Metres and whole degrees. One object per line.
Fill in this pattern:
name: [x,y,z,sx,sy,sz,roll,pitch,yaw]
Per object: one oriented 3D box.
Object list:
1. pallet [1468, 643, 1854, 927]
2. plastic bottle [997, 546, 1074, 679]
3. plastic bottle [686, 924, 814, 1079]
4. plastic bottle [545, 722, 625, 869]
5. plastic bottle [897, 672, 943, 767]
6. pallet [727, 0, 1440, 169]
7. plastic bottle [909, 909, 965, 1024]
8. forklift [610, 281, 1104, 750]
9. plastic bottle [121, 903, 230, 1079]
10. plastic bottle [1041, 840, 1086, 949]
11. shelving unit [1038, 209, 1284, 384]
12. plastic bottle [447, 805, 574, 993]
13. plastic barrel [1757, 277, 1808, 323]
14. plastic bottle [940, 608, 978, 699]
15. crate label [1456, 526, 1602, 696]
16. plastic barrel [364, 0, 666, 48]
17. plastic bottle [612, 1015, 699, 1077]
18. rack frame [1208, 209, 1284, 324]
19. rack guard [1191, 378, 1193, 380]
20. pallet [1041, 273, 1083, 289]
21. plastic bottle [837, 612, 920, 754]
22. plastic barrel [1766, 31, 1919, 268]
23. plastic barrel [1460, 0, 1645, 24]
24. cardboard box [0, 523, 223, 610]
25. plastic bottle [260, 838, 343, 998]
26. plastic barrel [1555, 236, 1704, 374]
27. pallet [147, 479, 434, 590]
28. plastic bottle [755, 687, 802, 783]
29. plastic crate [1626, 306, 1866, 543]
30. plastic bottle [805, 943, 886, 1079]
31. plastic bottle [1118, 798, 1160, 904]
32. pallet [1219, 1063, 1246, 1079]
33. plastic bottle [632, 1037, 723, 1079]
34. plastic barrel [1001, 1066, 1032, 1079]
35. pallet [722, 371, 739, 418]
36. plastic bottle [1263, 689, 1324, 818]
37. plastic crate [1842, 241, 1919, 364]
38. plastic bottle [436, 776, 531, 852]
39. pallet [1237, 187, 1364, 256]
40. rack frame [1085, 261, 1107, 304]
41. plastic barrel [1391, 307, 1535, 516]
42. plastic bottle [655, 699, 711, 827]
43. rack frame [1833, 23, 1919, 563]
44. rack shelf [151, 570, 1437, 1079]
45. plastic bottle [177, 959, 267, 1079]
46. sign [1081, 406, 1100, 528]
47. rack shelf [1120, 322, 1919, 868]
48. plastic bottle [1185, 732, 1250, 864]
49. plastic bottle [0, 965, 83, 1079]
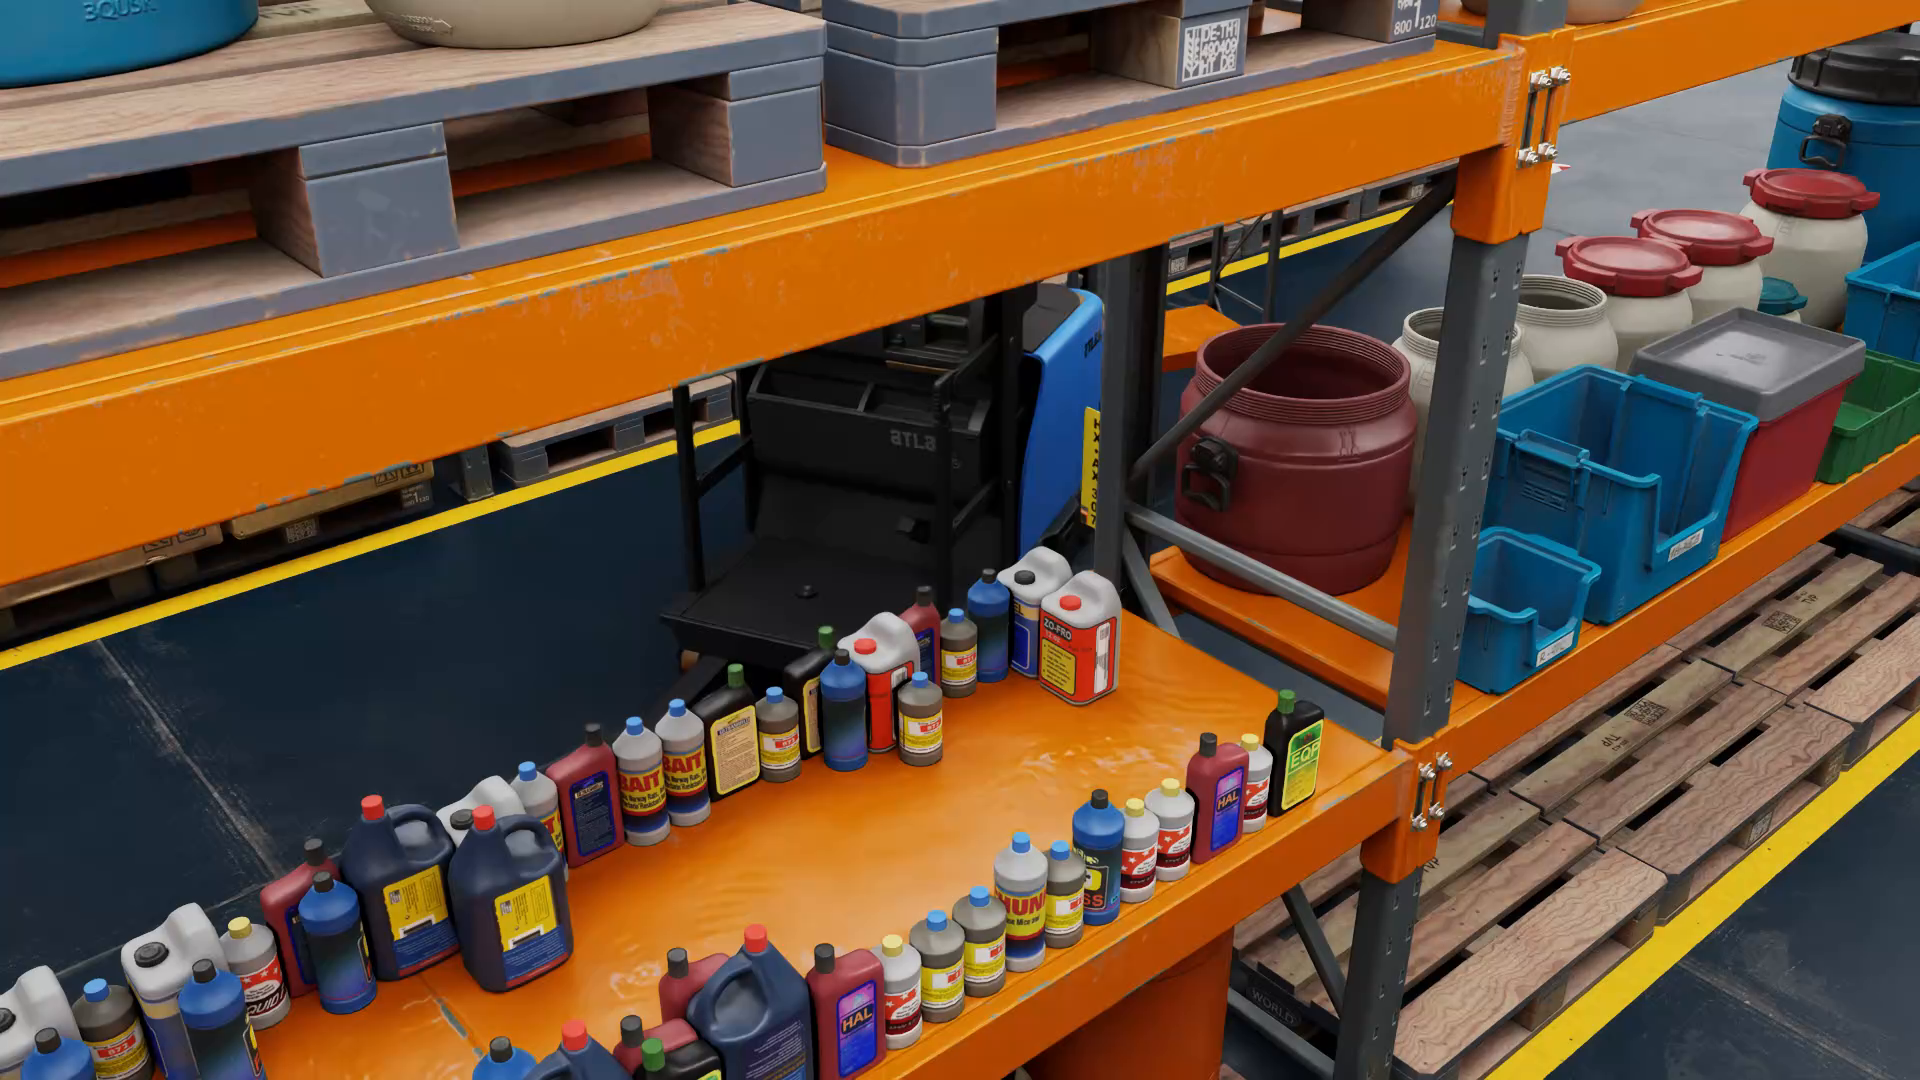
pallet: [2.253,0.728,5.664,1.213,0.211,1.003,-22,35,-35]
plastic bottle: [0.171,0.163,3.893,0.135,0.276,0.152,-22,35,-35]
plastic bottle: [-0.338,0.774,2.671,0.185,0.351,0.144,-22,35,-35]
plastic bottle: [-0.737,0.497,3.261,0.133,0.283,0.061,-22,35,-35]
plastic bottle: [-0.085,0.377,3.573,0.097,0.201,0.097,0,28,0]
pallet: [0.065,-0.948,2.860,1.213,0.211,1.003,-22,35,-35]
plastic bottle: [-0.040,0.735,2.904,0.097,0.201,0.097,0,28,0]
forklift: [-0.413,-0.821,5.676,1.130,2.935,3.031,11,30,19]
plastic bottle: [-1.302,0.756,2.784,0.135,0.276,0.152,-22,35,-35]
plastic bottle: [0.182,0.645,3.071,0.097,0.201,0.097,0,28,0]
shelving unit: [0.839,-1.021,7.569,1.083,1.500,0.587,-12,30,-21]
plastic bottle: [-0.807,0.616,2.968,0.185,0.351,0.144,-22,35,-35]
plastic barrel: [2.647,-0.721,5.562,0.301,0.262,0.301,0,28,0]
plastic bottle: [-0.009,0.252,3.807,0.097,0.201,0.097,0,28,0]
crate label: [1.274,0.172,3.924,0.416,0.233,0.303,-22,35,-35]
plastic barrel: [-0.540,-0.879,1.941,0.433,0.535,0.433,0,28,0]
plastic bottle: [-0.471,0.846,2.609,0.133,0.283,0.061,-22,35,-35]
rack frame: [1.310,-1.122,7.758,0.032,1.500,0.500,-12,30,-21]
rack guard: [1.292,-0.567,8.045,0.087,0.250,0.587,-12,30,-21]
pallet: [-0.053,-1.439,9.718,1.213,0.211,1.003,-22,35,-35]
plastic bottle: [-0.180,0.305,3.628,0.135,0.276,0.152,-22,35,-35]
plastic barrel: [3.263,-1.343,6.049,0.708,0.901,0.600,-22,35,-35]
plastic barrel: [1.146,-1.265,3.134,0.421,0.512,0.421,0,28,0]
cardboard box: [-3.726,-0.458,6.734,0.875,0.875,1.225,-22,35,-35]
plastic bottle: [-1.156,0.666,2.946,0.133,0.283,0.061,-22,35,-35]
plastic barrel: [1.996,-0.620,5.084,0.433,0.535,0.433,0,28,0]
pallet: [-3.153,-0.240,7.475,1.213,0.211,1.003,-22,35,-35]
plastic bottle: [-0.388,0.404,3.522,0.097,0.201,0.097,0,28,0]
plastic crate: [2.138,-0.321,4.599,0.583,0.464,0.402,-22,35,-35]
plastic bottle: [-0.190,0.770,2.750,0.133,0.283,0.061,-22,35,-35]
plastic bottle: [0.330,0.586,3.182,0.097,0.201,0.097,0,28,0]
pallet: [0.138,1.578,4.073,1.213,0.211,1.003,-22,35,-35]
plastic bottle: [-0.432,0.867,2.568,0.133,0.283,0.061,-22,35,-35]
plastic barrel: [-0.022,1.365,3.708,0.421,0.512,0.421,0,28,0]
pallet: [-0.981,-1.064,9.016,1.213,0.211,1.003,-22,35,-35]
plastic bottle: [0.680,0.420,3.405,0.133,0.283,0.061,-22,35,-35]
plastic crate: [3.116,-0.675,5.348,0.575,0.384,0.392,-22,35,-35]
plastic bottle: [-0.884,0.588,3.099,0.135,0.276,0.152,-22,35,-35]
pallet: [1.955,-2.271,11.275,1.213,0.211,1.003,-22,35,-35]
rack frame: [0.539,-2.907,9.508,0.127,3.000,1.000,-22,35,-35]
plastic barrel: [1.354,-0.348,4.601,0.421,0.512,0.421,0,28,0]
plastic bottle: [-0.564,0.444,3.373,0.097,0.271,0.097,0,28,0]
rack frame: [3.753,-1.131,6.185,0.127,3.000,1.000,-22,35,-35]
rack shelf: [-0.811,1.021,2.920,4.000,0.370,1.077,-22,35,-35]
plastic bottle: [-1.207,0.797,2.712,0.097,0.271,0.097,0,28,0]
sign: [0.348,-0.175,4.221,0.005,0.325,0.100,-22,35,-35]
rack shelf: [2.232,-0.202,5.209,4.000,0.370,1.077,-22,35,-35]
plastic bottle: [0.504,0.491,3.272,0.133,0.283,0.061,-22,35,-35]
plastic bottle: [-1.479,0.827,2.652,0.135,0.276,0.152,-22,35,-35]
